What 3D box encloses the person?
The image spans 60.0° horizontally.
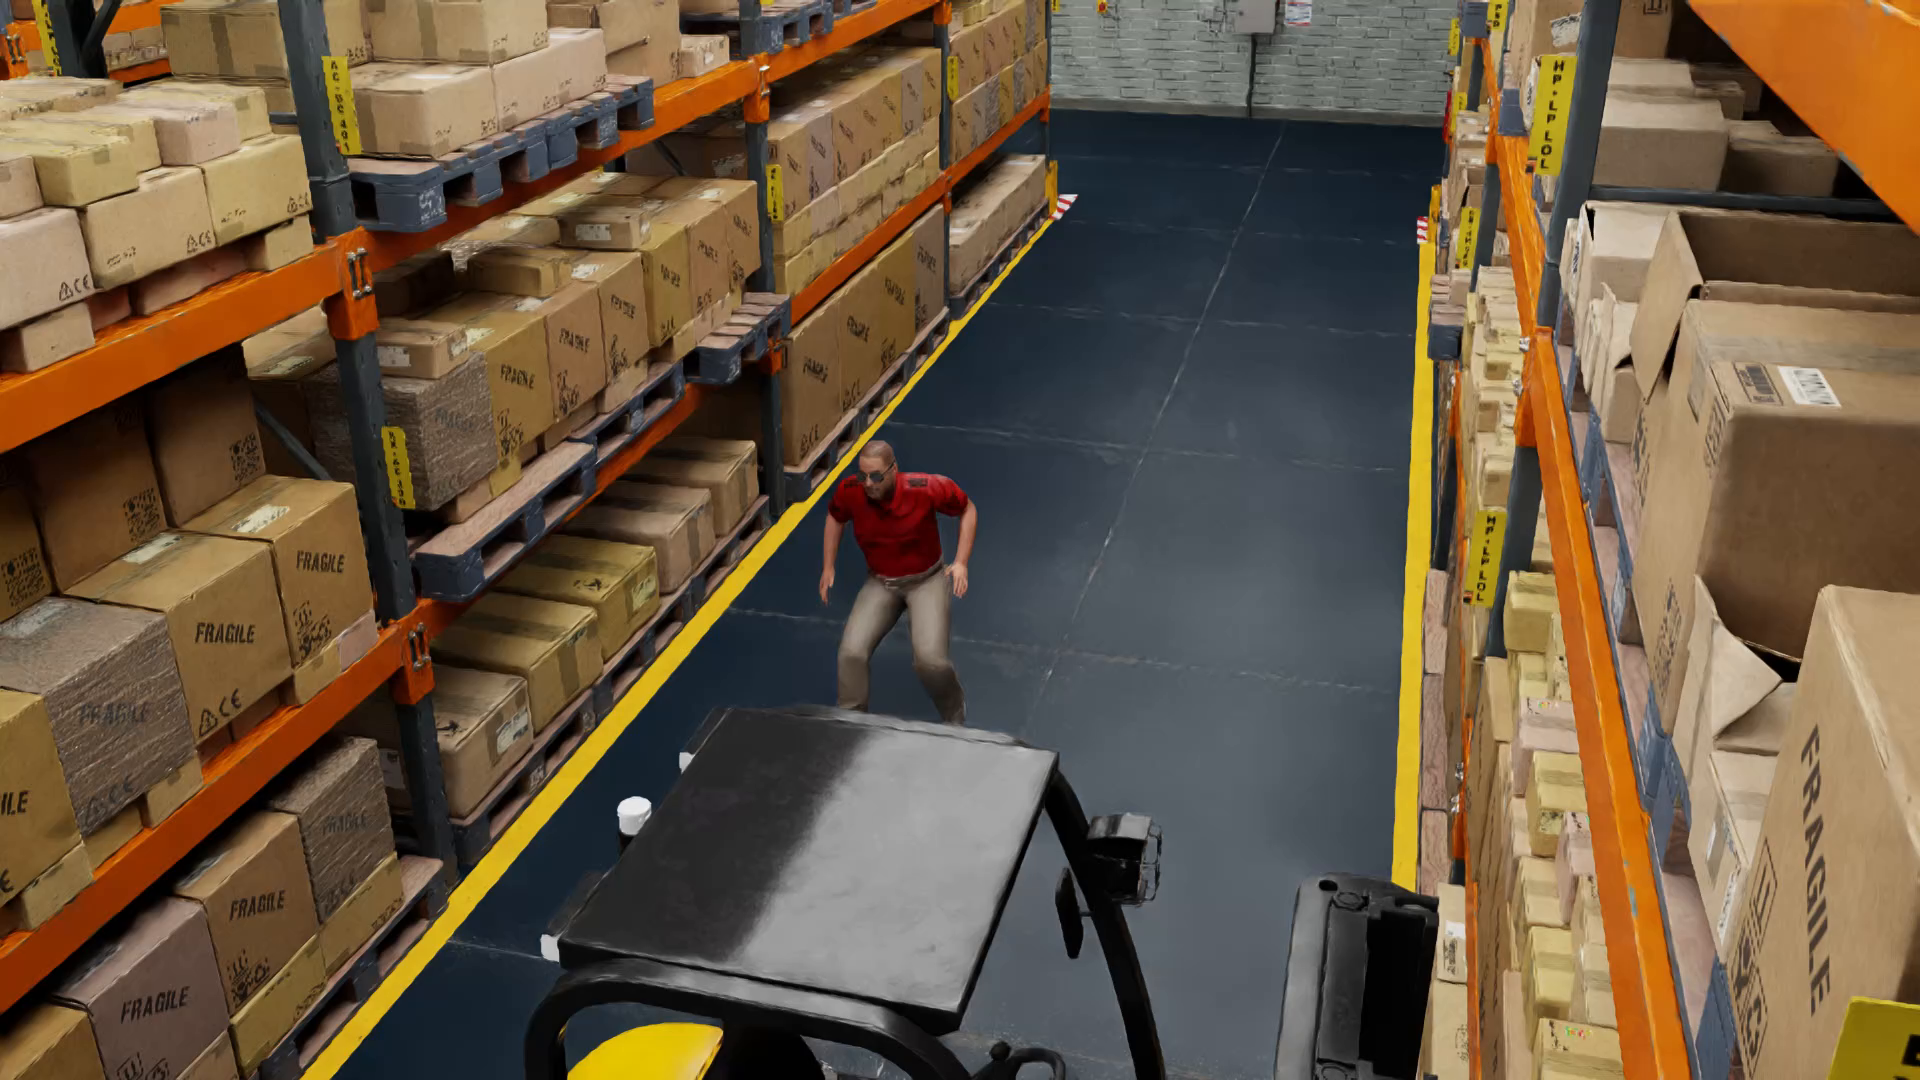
[{"bbox_3d":[-0.343,0.266,7.750,0.756,1.544,0.783,7,26,15],"label":"person"}]
